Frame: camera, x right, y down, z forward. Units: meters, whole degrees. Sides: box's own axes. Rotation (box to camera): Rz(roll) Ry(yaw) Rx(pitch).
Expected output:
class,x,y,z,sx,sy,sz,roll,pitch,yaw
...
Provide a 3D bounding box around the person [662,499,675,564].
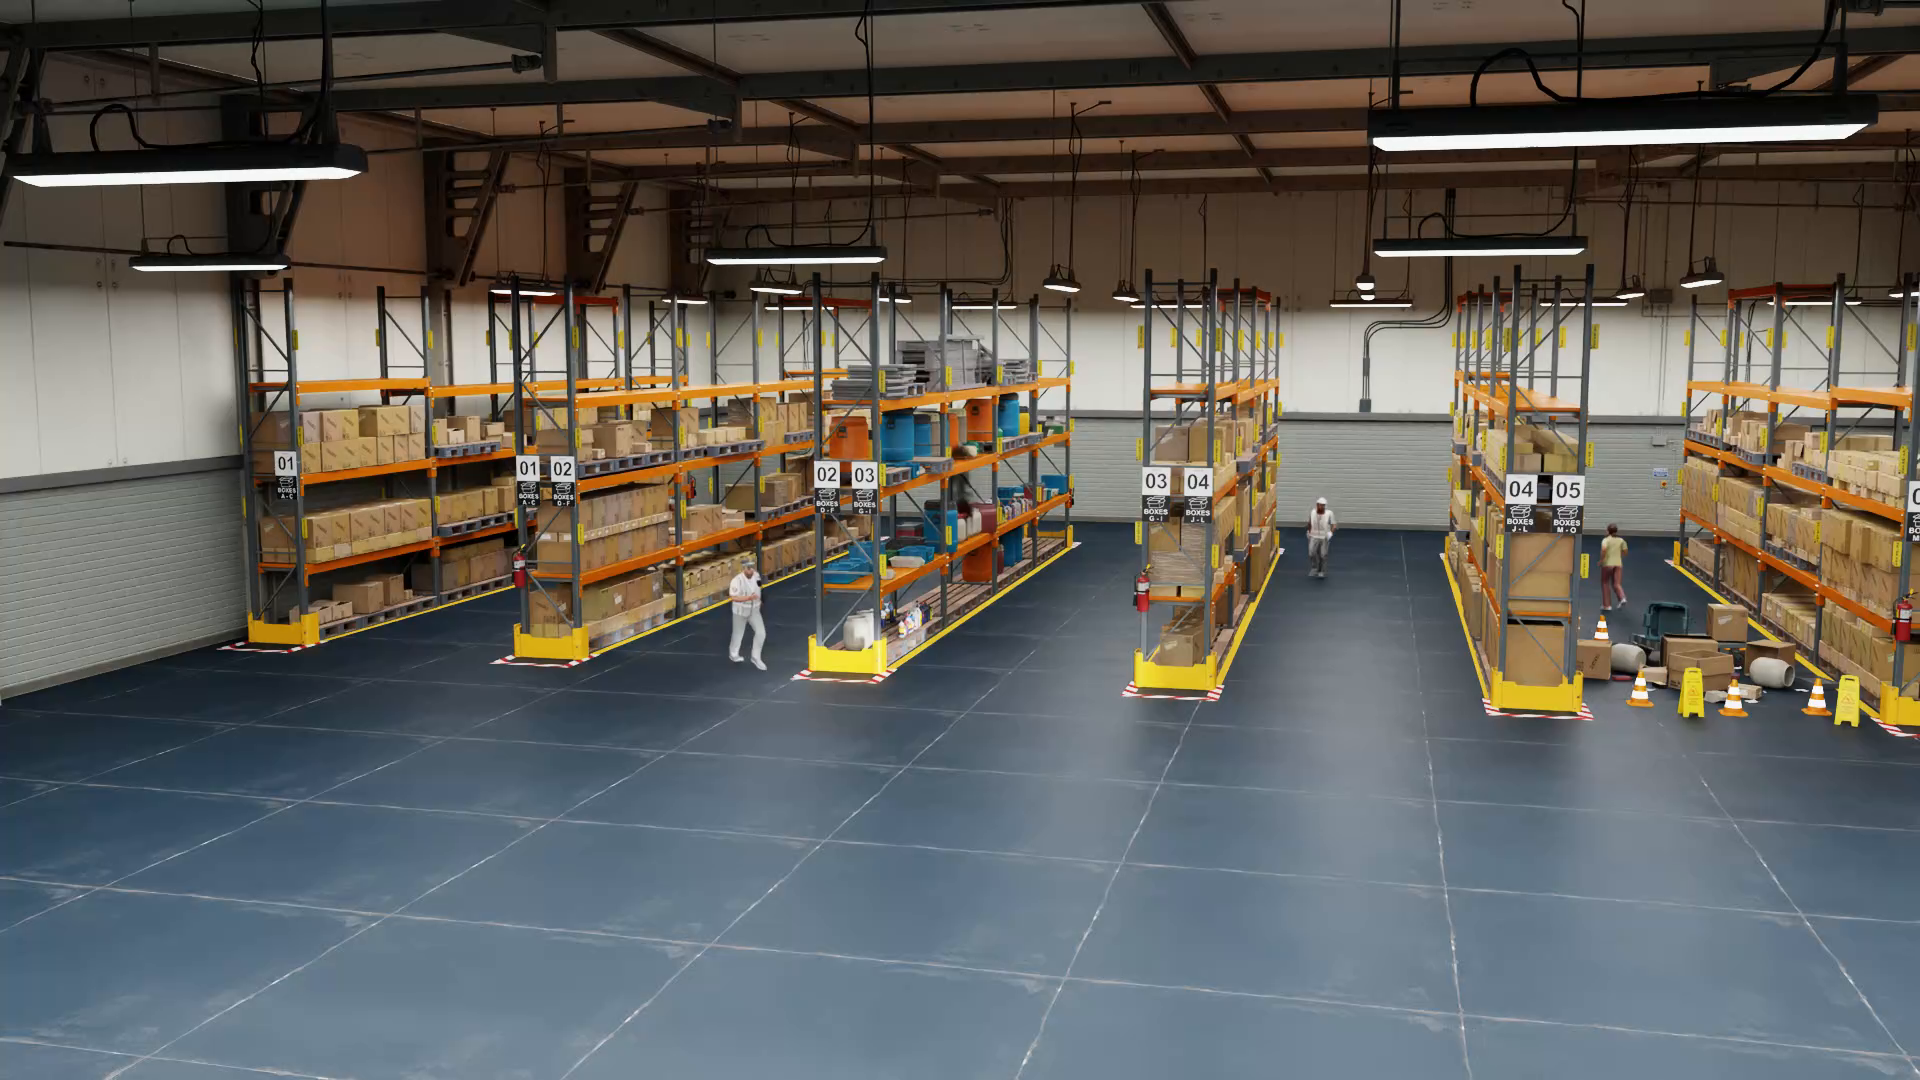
class,x,y,z,sx,sy,sz,roll,pitch,yaw
person,-6.116,-0.037,35.299,0.610,1.702,0.716,1,7,11

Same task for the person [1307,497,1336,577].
class,x,y,z,sx,sy,sz,roll,pitch,yaw
person,7.536,-0.044,34.803,0.675,1.722,0.818,3,7,22

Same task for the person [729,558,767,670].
class,x,y,z,sx,sy,sz,roll,pitch,yaw
person,-3.272,1.103,25.380,0.599,1.732,0.994,-4,8,-29

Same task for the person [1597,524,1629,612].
class,x,y,z,sx,sy,sz,roll,pitch,yaw
person,12.084,0.529,30.666,0.569,1.627,0.849,0,7,-1
